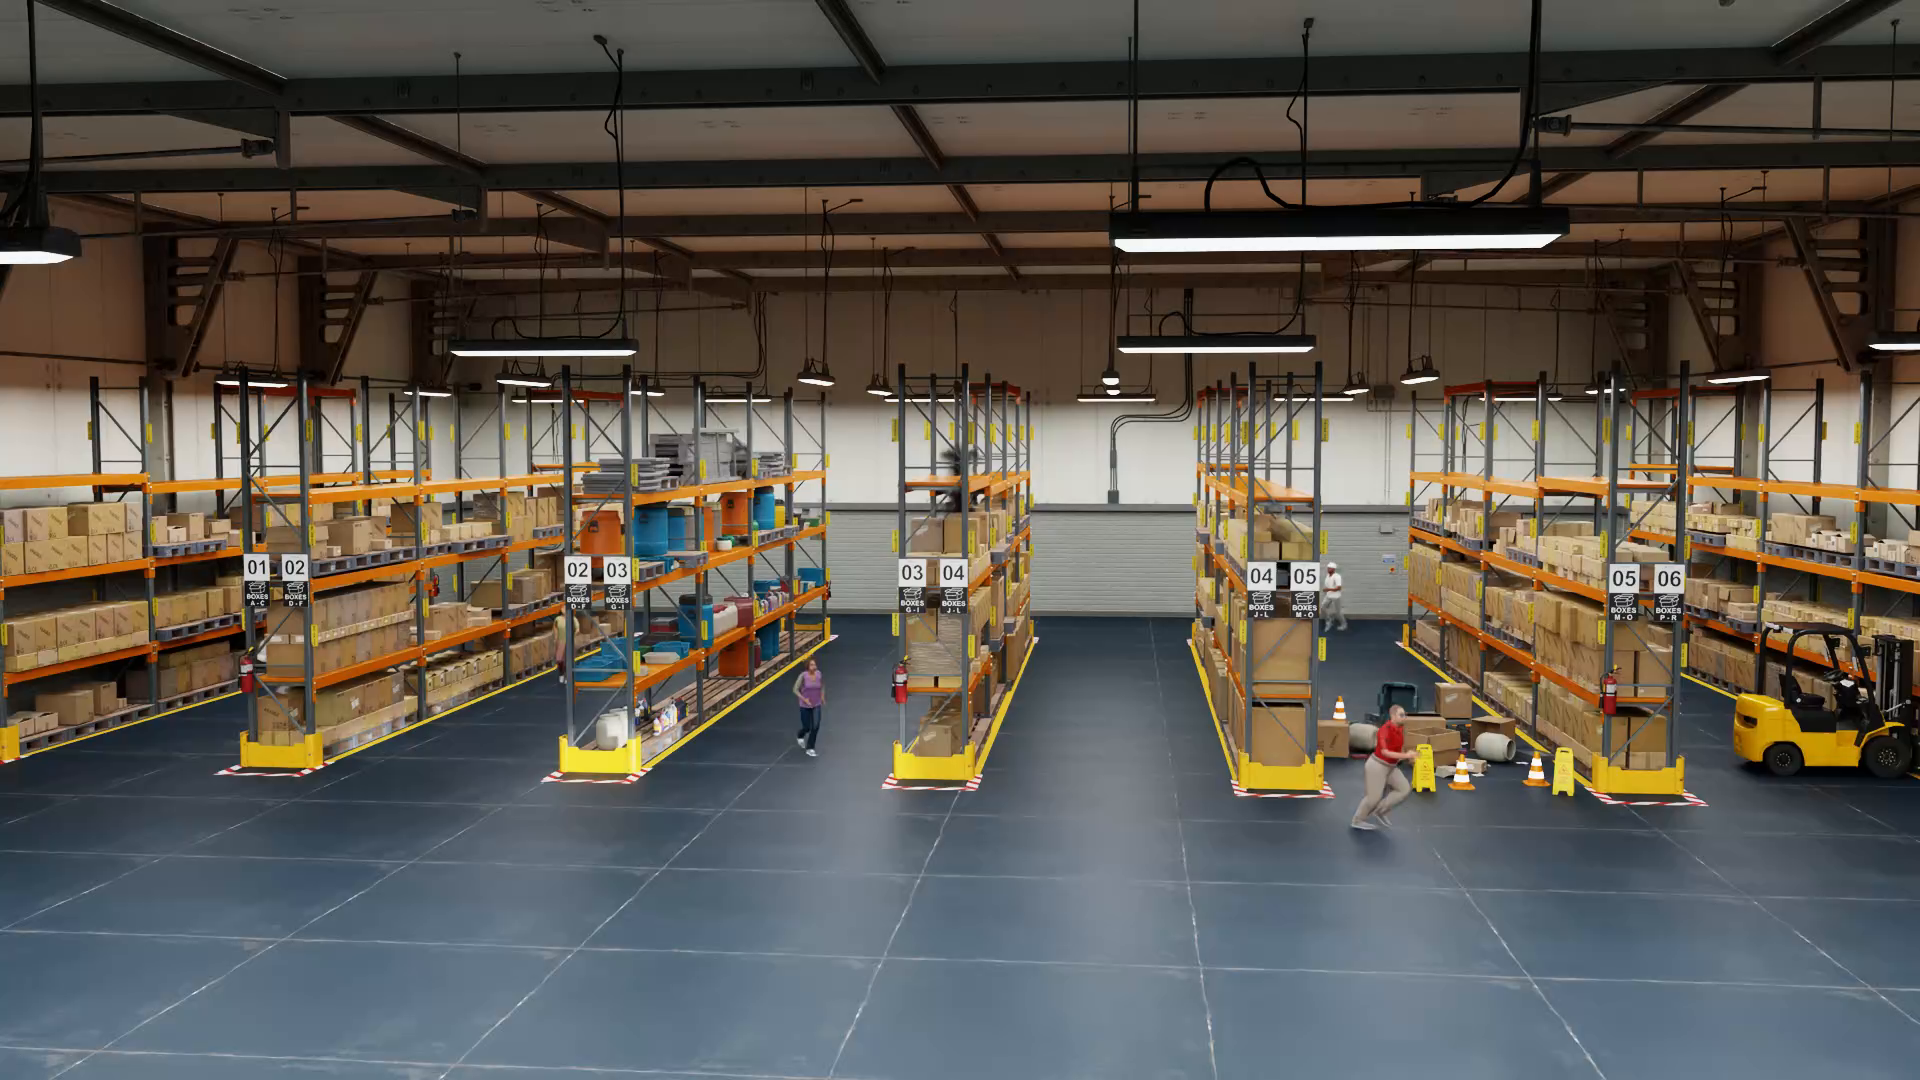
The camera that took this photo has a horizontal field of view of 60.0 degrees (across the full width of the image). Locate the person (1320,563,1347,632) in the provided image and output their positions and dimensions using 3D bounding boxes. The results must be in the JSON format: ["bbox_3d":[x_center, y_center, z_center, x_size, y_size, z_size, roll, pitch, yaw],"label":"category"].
[{"bbox_3d":[9.416,1.449,41.930,0.817,1.775,0.611,-2,4,-24],"label":"person"}]

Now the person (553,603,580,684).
[{"bbox_3d":[-7.812,2.056,32.934,0.570,1.629,0.598,0,4,0],"label":"person"}]

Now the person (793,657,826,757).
[{"bbox_3d":[-2.362,2.580,25.905,0.539,1.547,0.685,-2,4,-23],"label":"person"}]

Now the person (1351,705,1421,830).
[{"bbox_3d":[5.349,2.846,20.794,0.912,1.615,0.674,3,5,40],"label":"person"}]

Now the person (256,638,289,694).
[{"bbox_3d":[-11.735,2.376,28.762,0.698,1.569,1.063,0,4,-2],"label":"person"}]
